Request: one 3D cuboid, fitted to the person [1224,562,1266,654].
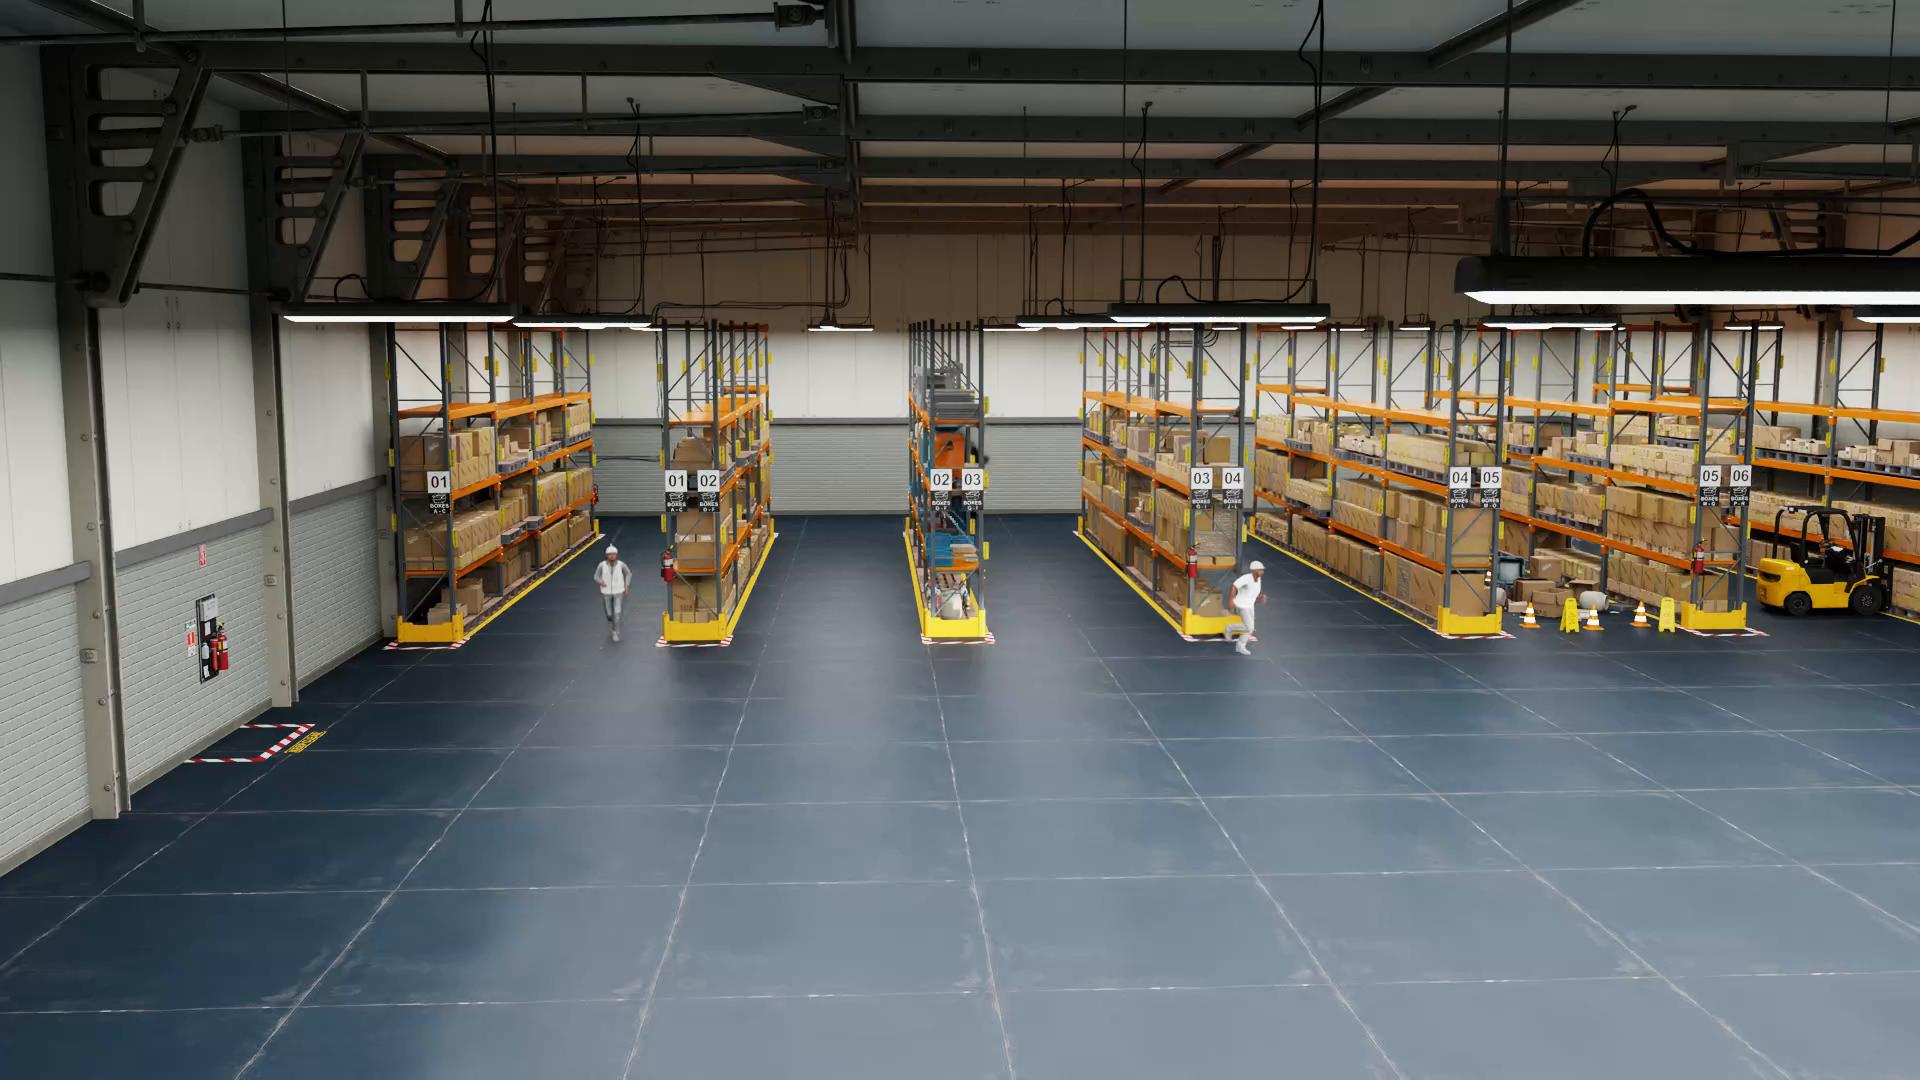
[{"bbox_3d":[5.135,1.210,29.960,0.760,1.687,0.691,5,8,33],"label":"person"}]

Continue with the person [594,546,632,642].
[{"bbox_3d":[-6.556,0.993,31.393,0.697,1.774,0.833,-1,7,-7],"label":"person"}]
